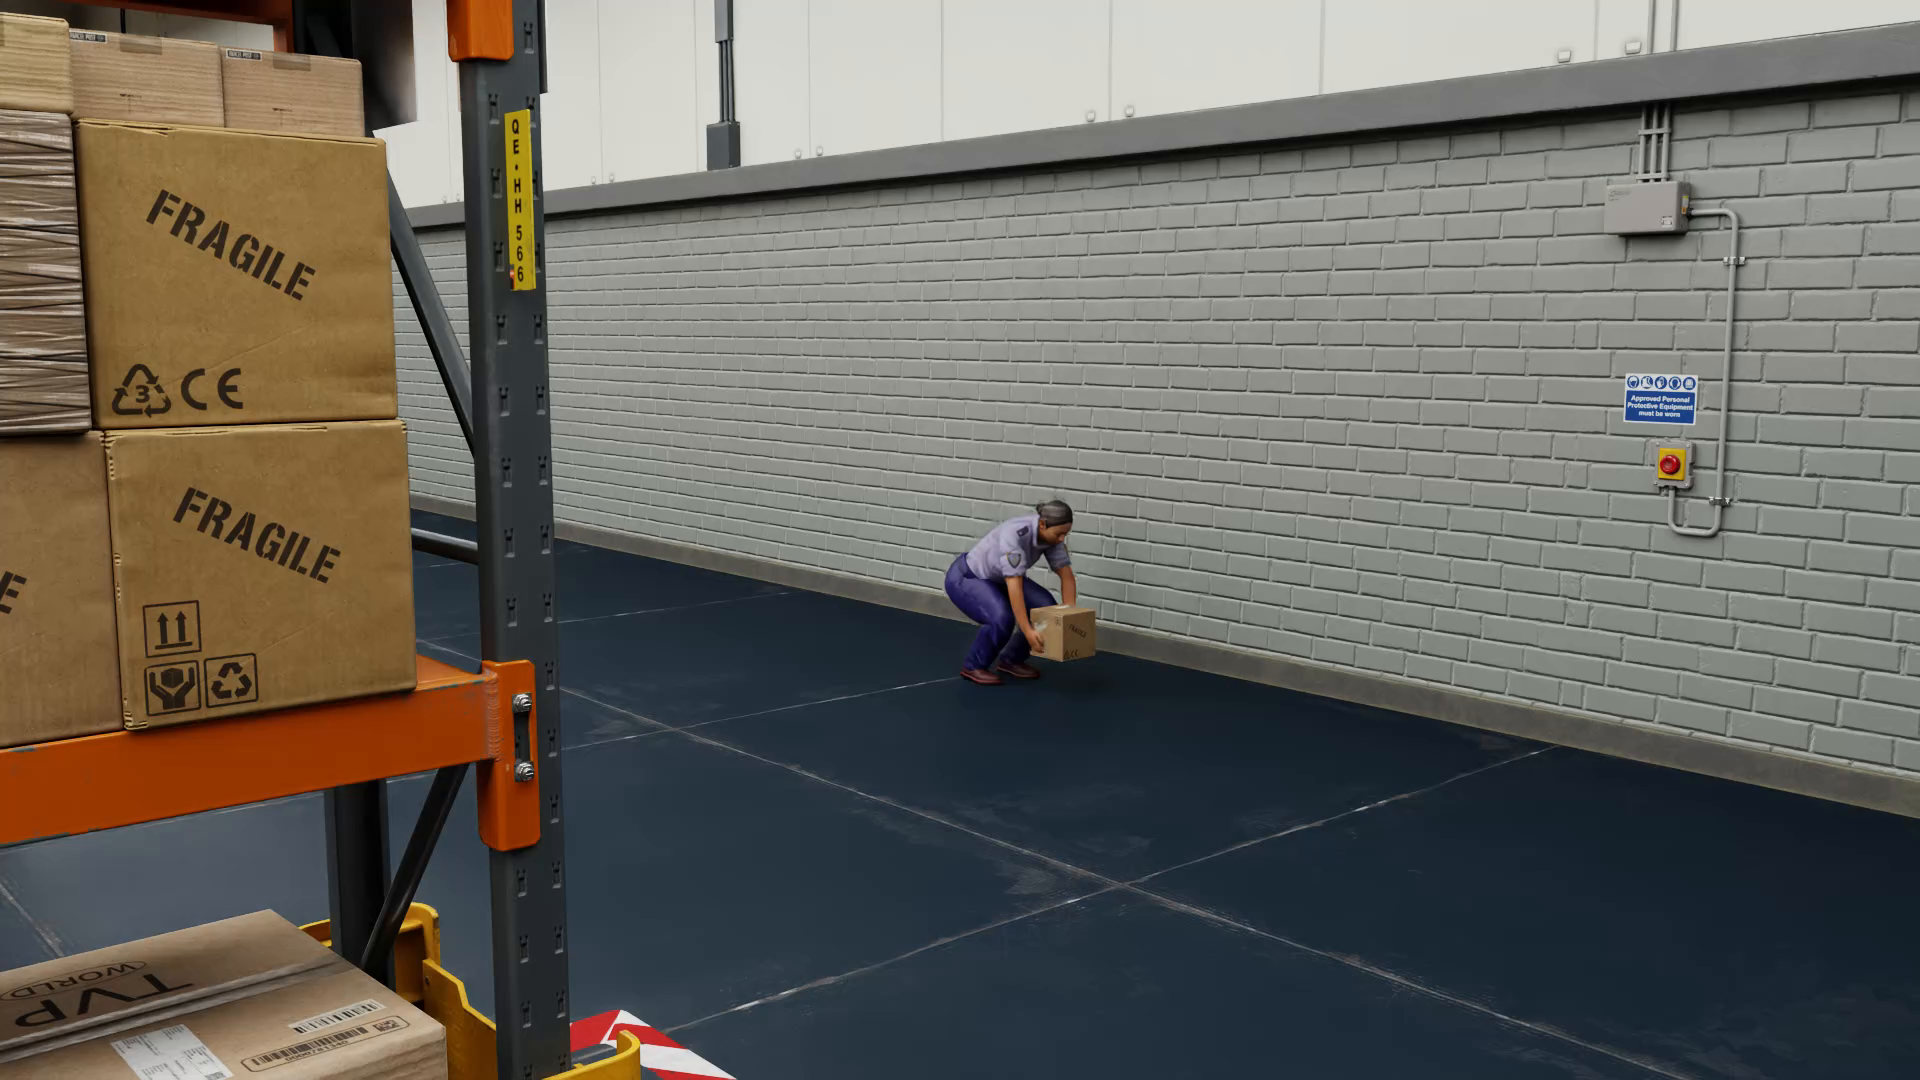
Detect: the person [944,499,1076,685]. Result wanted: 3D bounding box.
[{"bbox_3d":[0.303,0.270,9.174,0.531,1.033,0.795,-7,10,-41],"label":"person"}]
